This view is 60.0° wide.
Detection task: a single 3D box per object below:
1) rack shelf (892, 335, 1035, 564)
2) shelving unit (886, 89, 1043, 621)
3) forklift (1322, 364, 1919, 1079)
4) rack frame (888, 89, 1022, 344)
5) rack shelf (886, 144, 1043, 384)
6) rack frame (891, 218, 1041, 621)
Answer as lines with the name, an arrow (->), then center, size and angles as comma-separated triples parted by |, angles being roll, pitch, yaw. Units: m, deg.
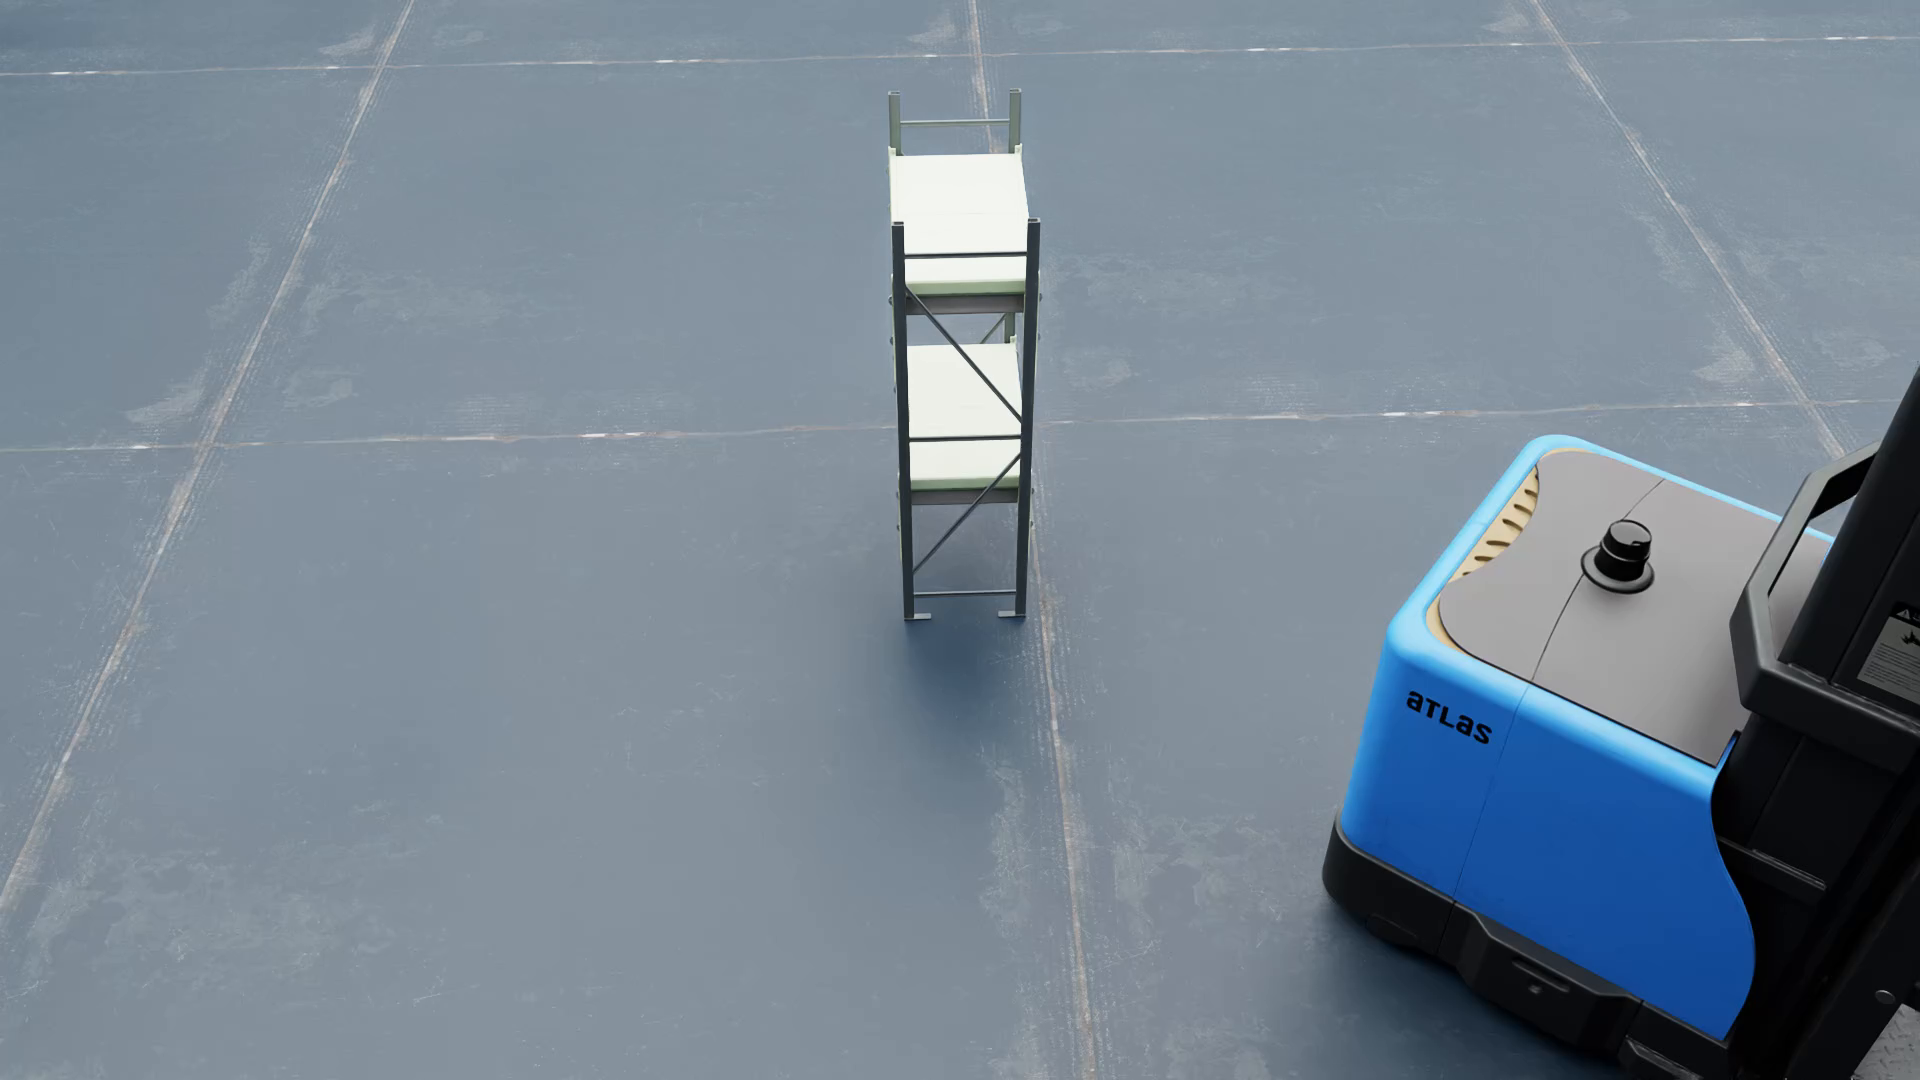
rack shelf -> 0.000, -0.308, 5.459 | 0.431, 0.370, 0.720 | -2, 43, -2
shelving unit -> 0.000, -0.548, 5.238 | 0.431, 1.500, 0.755 | -2, 43, -2
forklift -> 2.493, 0.254, 3.304 | 3.031, 2.935, 1.130 | 26, 49, 26
rack frame -> -0.015, -0.795, 5.508 | 0.400, 1.500, 0.023 | -2, 43, -2
rack shelf -> 0.000, -0.836, 4.975 | 0.431, 0.370, 0.720 | -2, 43, -2
rack frame -> 0.016, -0.301, 4.969 | 0.400, 1.500, 0.023 | -2, 43, -2
